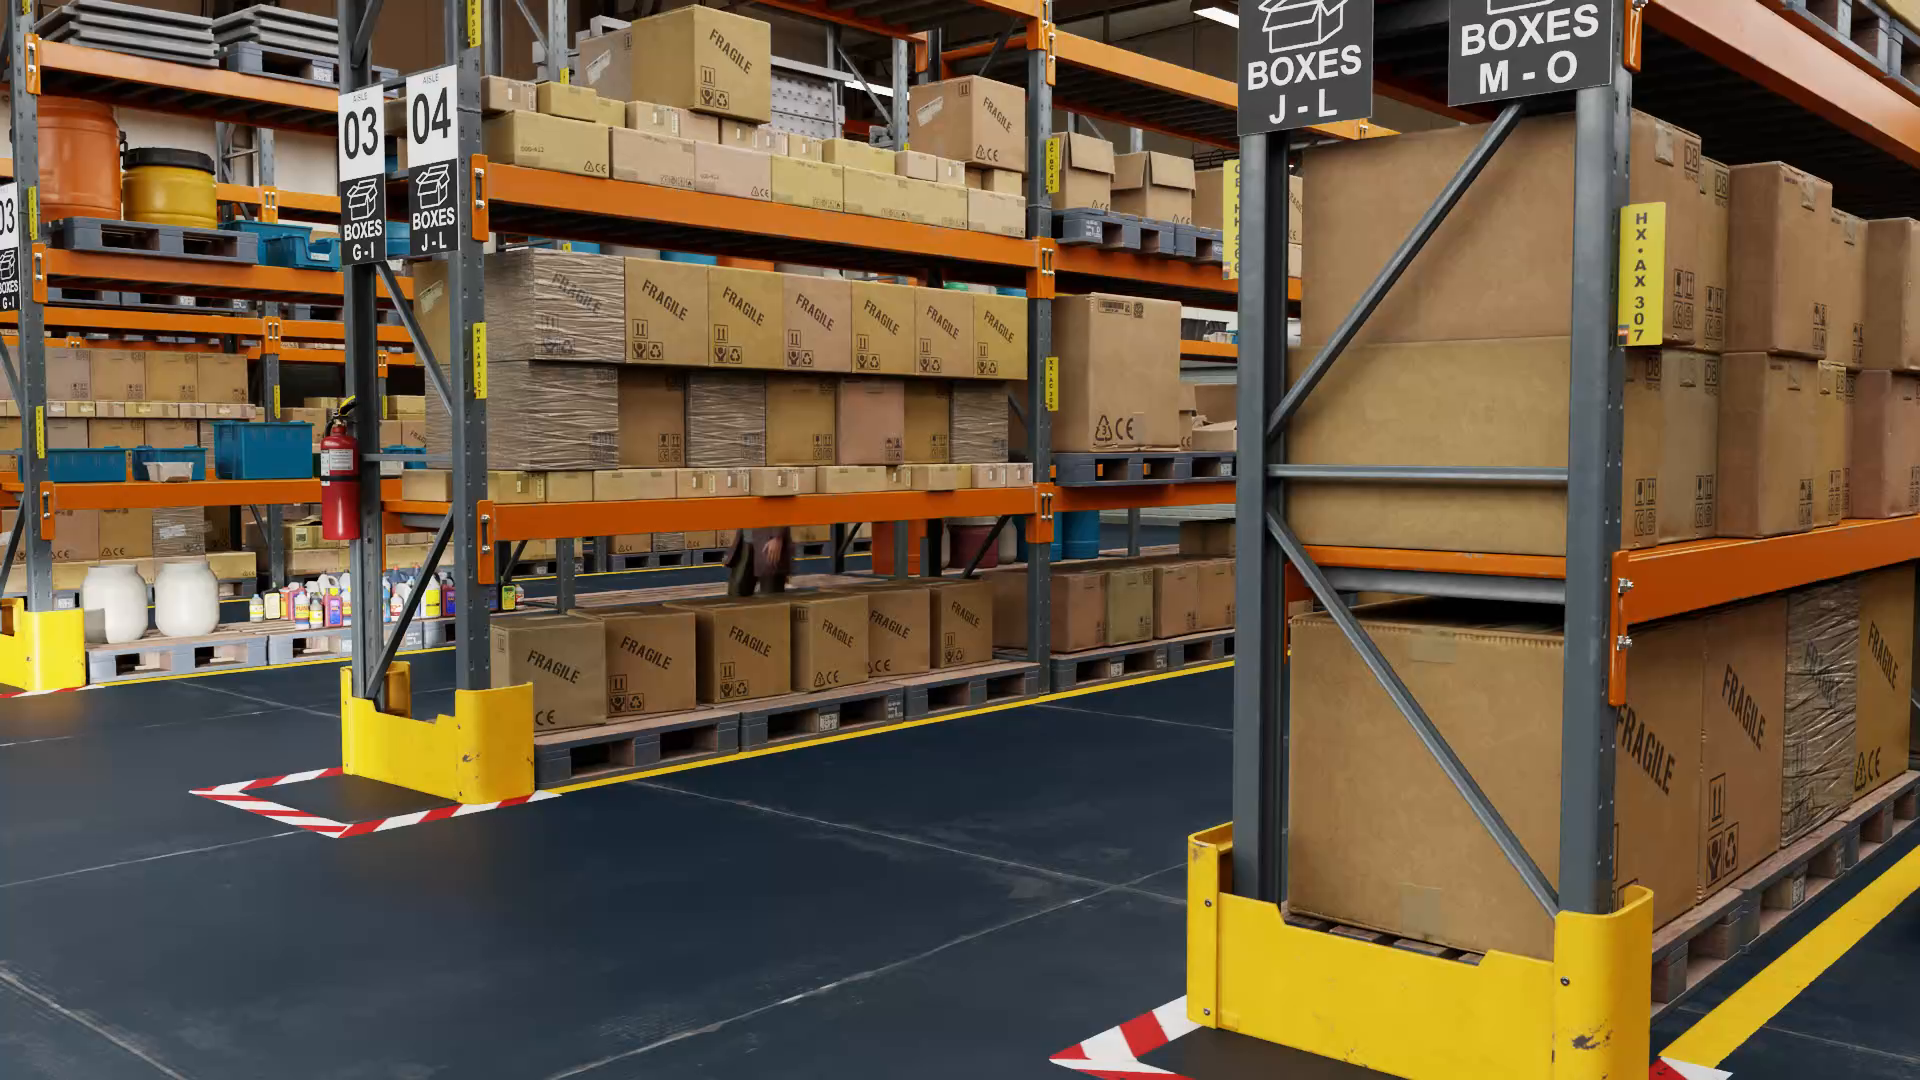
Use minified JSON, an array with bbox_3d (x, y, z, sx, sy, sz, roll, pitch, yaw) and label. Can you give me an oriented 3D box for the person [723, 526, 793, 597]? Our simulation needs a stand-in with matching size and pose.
[{"bbox_3d":[-1.280,-0.001,11.348,0.849,1.753,0.599,-3,5,-42],"label":"person"}]
